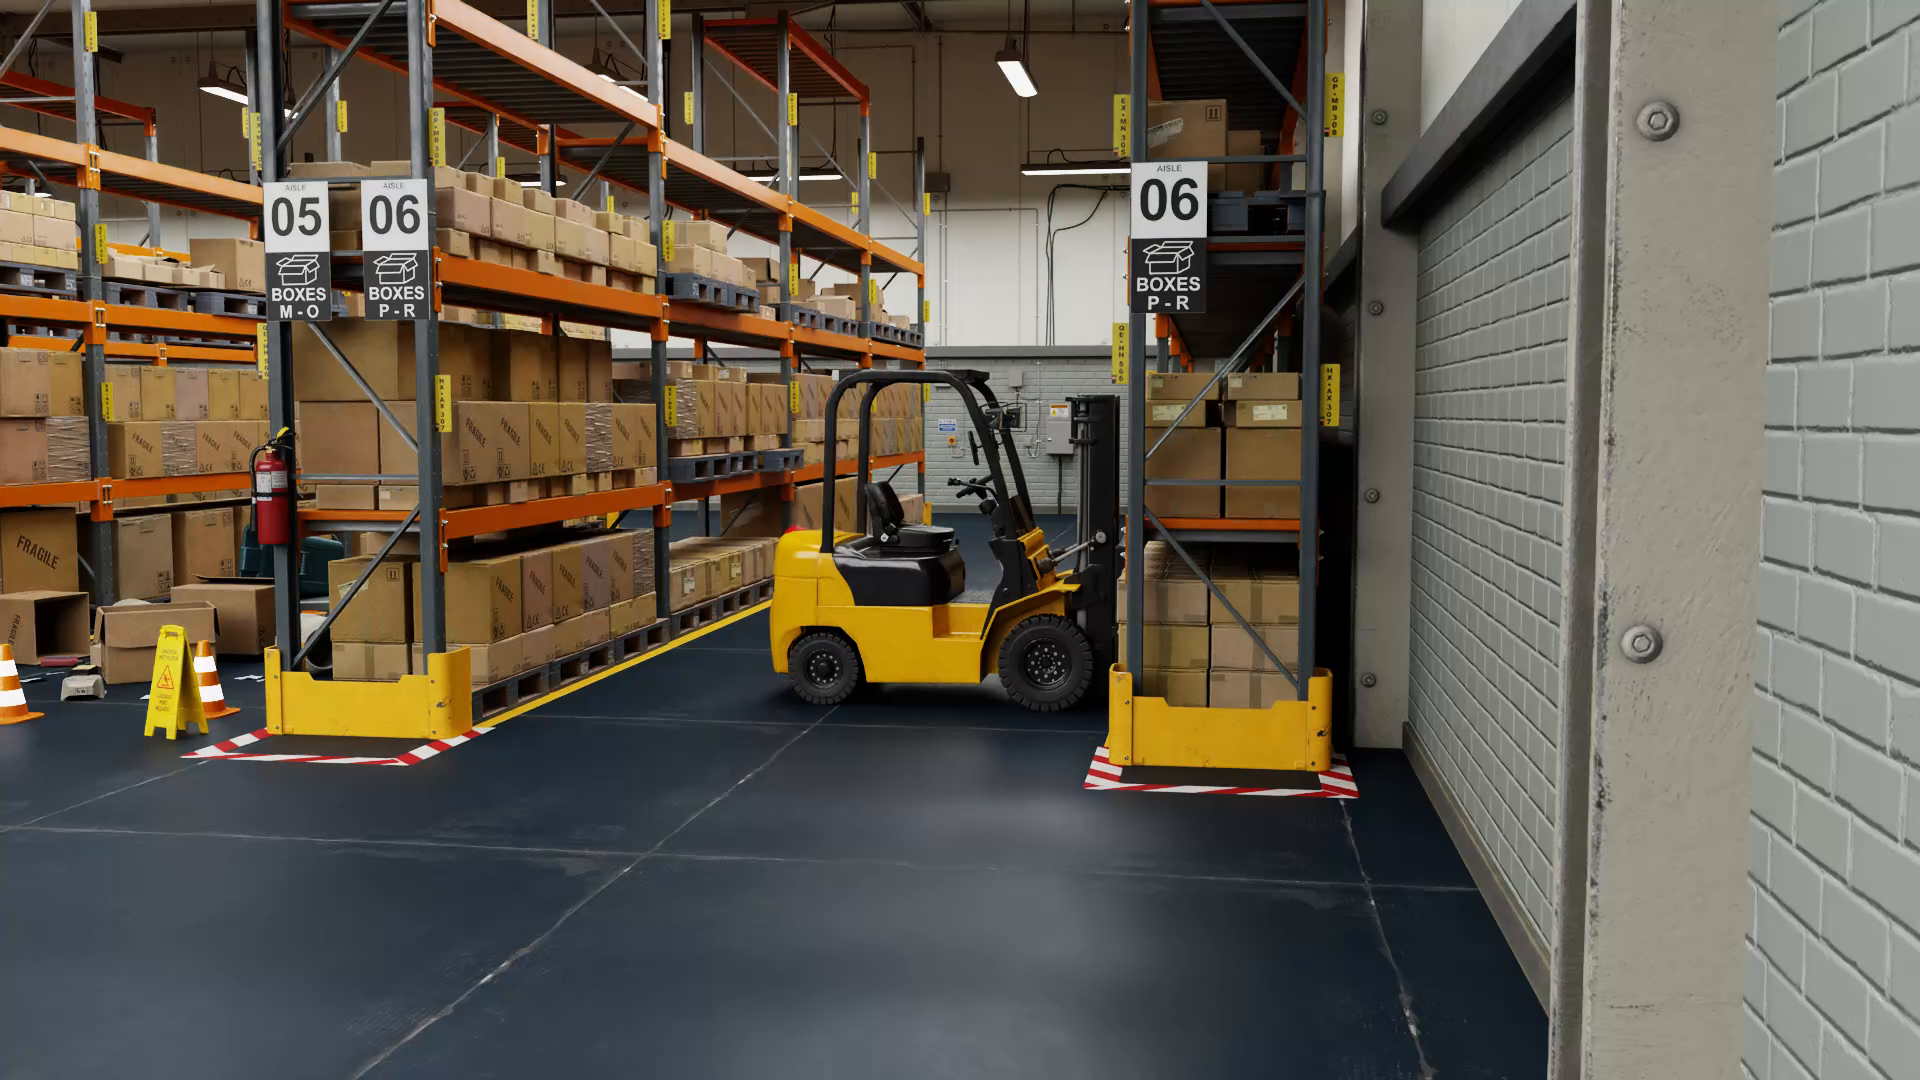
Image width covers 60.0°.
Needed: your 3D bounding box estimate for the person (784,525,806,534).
[{"bbox_3d":[-1.025,0.352,13.821,0.882,0.954,0.565,1,4,8],"label":"person"}]
